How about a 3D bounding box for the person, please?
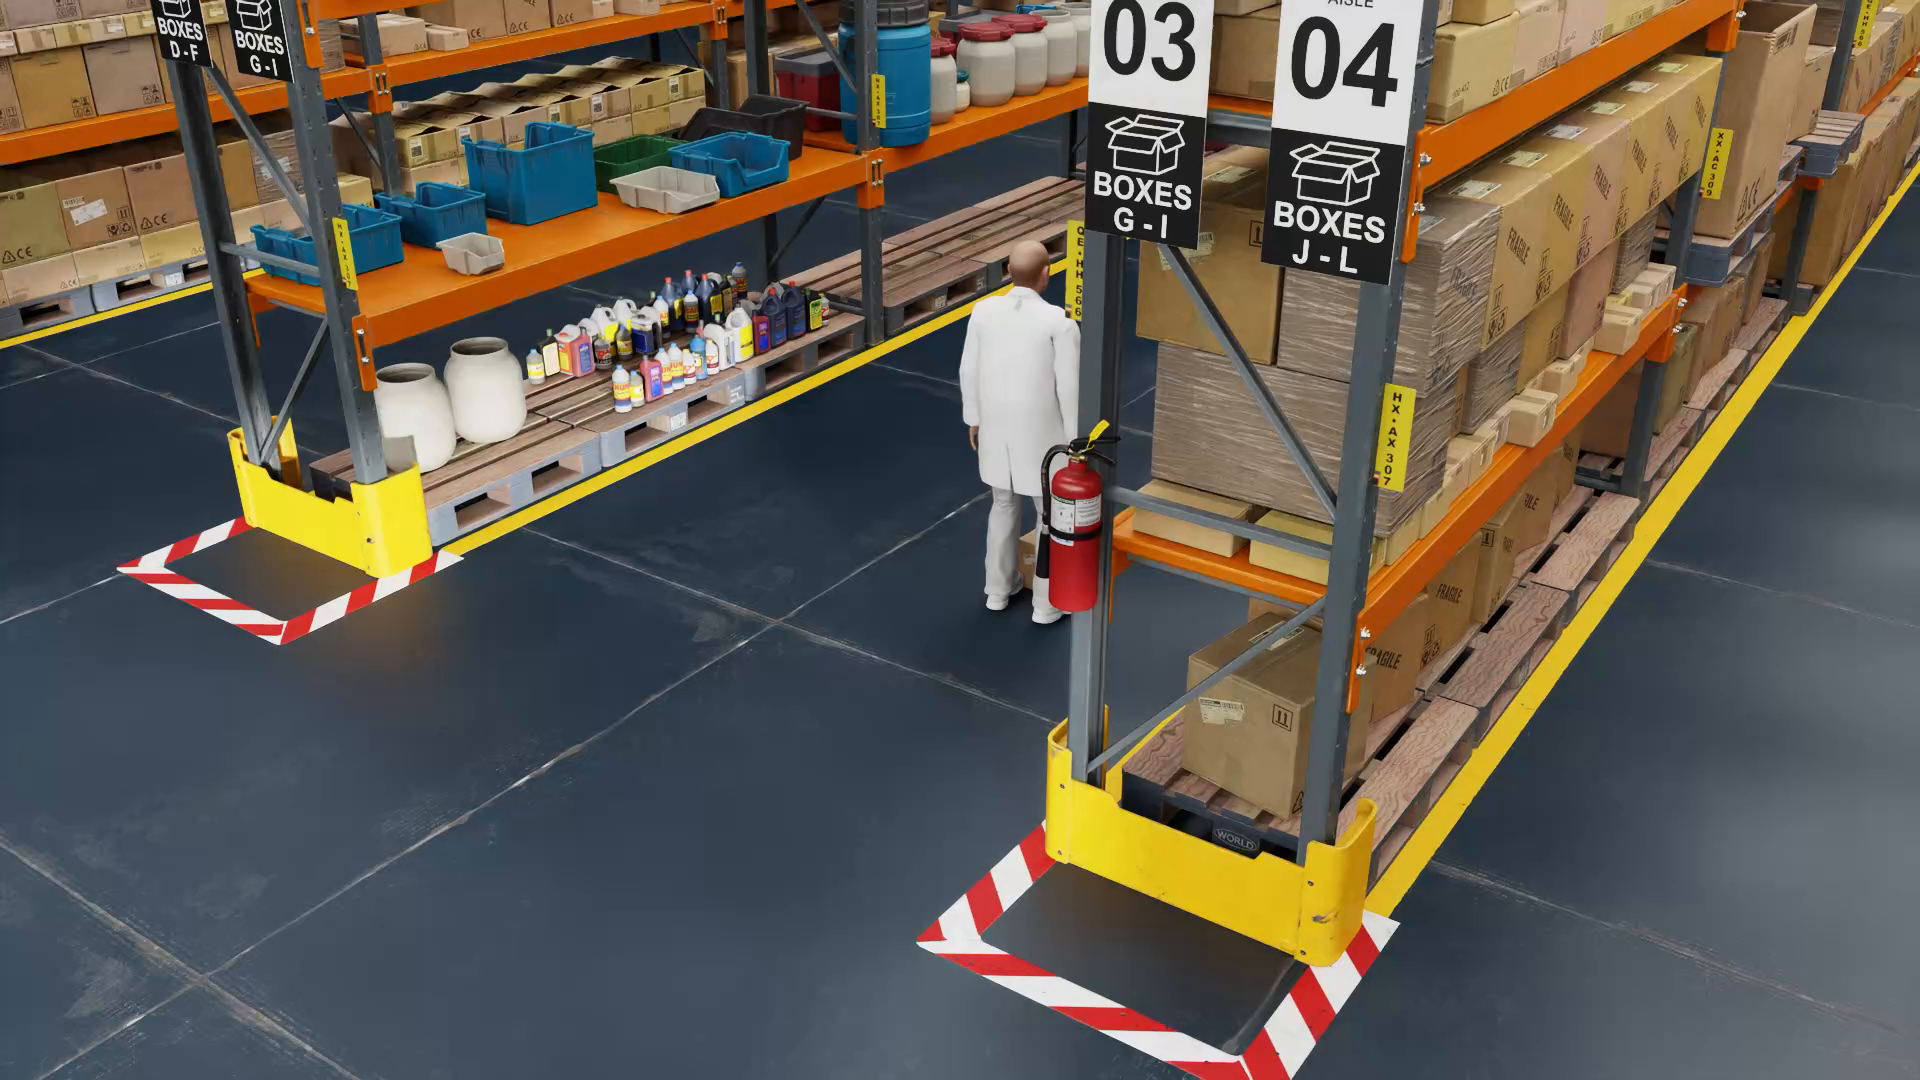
[{"bbox_3d":[0.302,-0.492,7.618,0.649,1.772,0.429,15,30,27],"label":"person"}]
